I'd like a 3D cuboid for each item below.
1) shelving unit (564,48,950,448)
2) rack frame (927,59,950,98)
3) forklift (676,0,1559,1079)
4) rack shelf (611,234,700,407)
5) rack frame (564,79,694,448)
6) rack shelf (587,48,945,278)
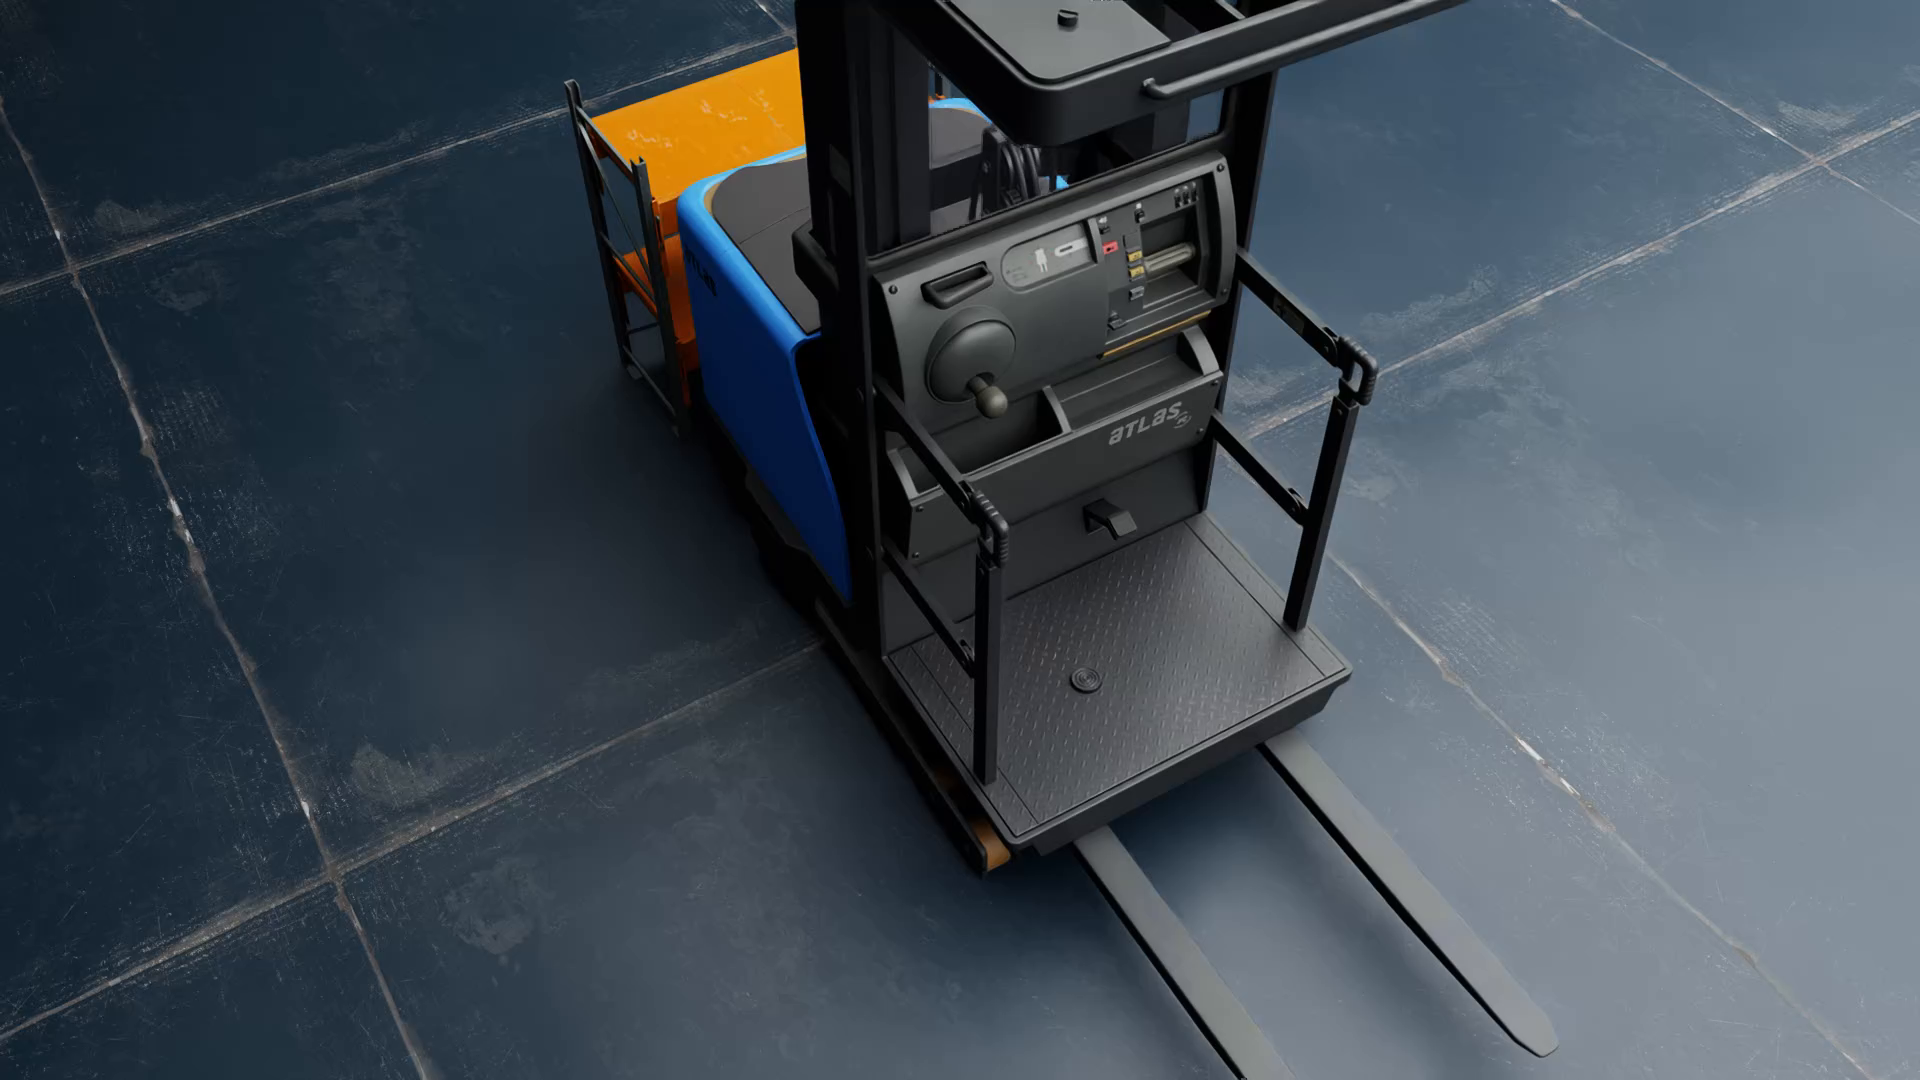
[{"bbox_3d":[-0.607,-1.048,5.430,1.048,1.125,0.538,-26,53,-21],"label":"shelving unit"},{"bbox_3d":[-0.180,-1.254,5.614,0.032,1.125,0.500,-26,53,-21],"label":"rack frame"},{"bbox_3d":[0.355,-0.491,3.725,1.130,2.935,3.031,-24,52,-20],"label":"forklift"},{"bbox_3d":[-0.607,-0.885,5.613,1.000,0.278,0.538,-26,53,-21],"label":"rack shelf"},{"bbox_3d":[-1.034,-0.842,5.246,0.032,1.125,0.500,-26,53,-21],"label":"rack frame"},{"bbox_3d":[-0.607,-1.243,5.212,1.000,0.278,0.538,-26,53,-21],"label":"rack shelf"}]
